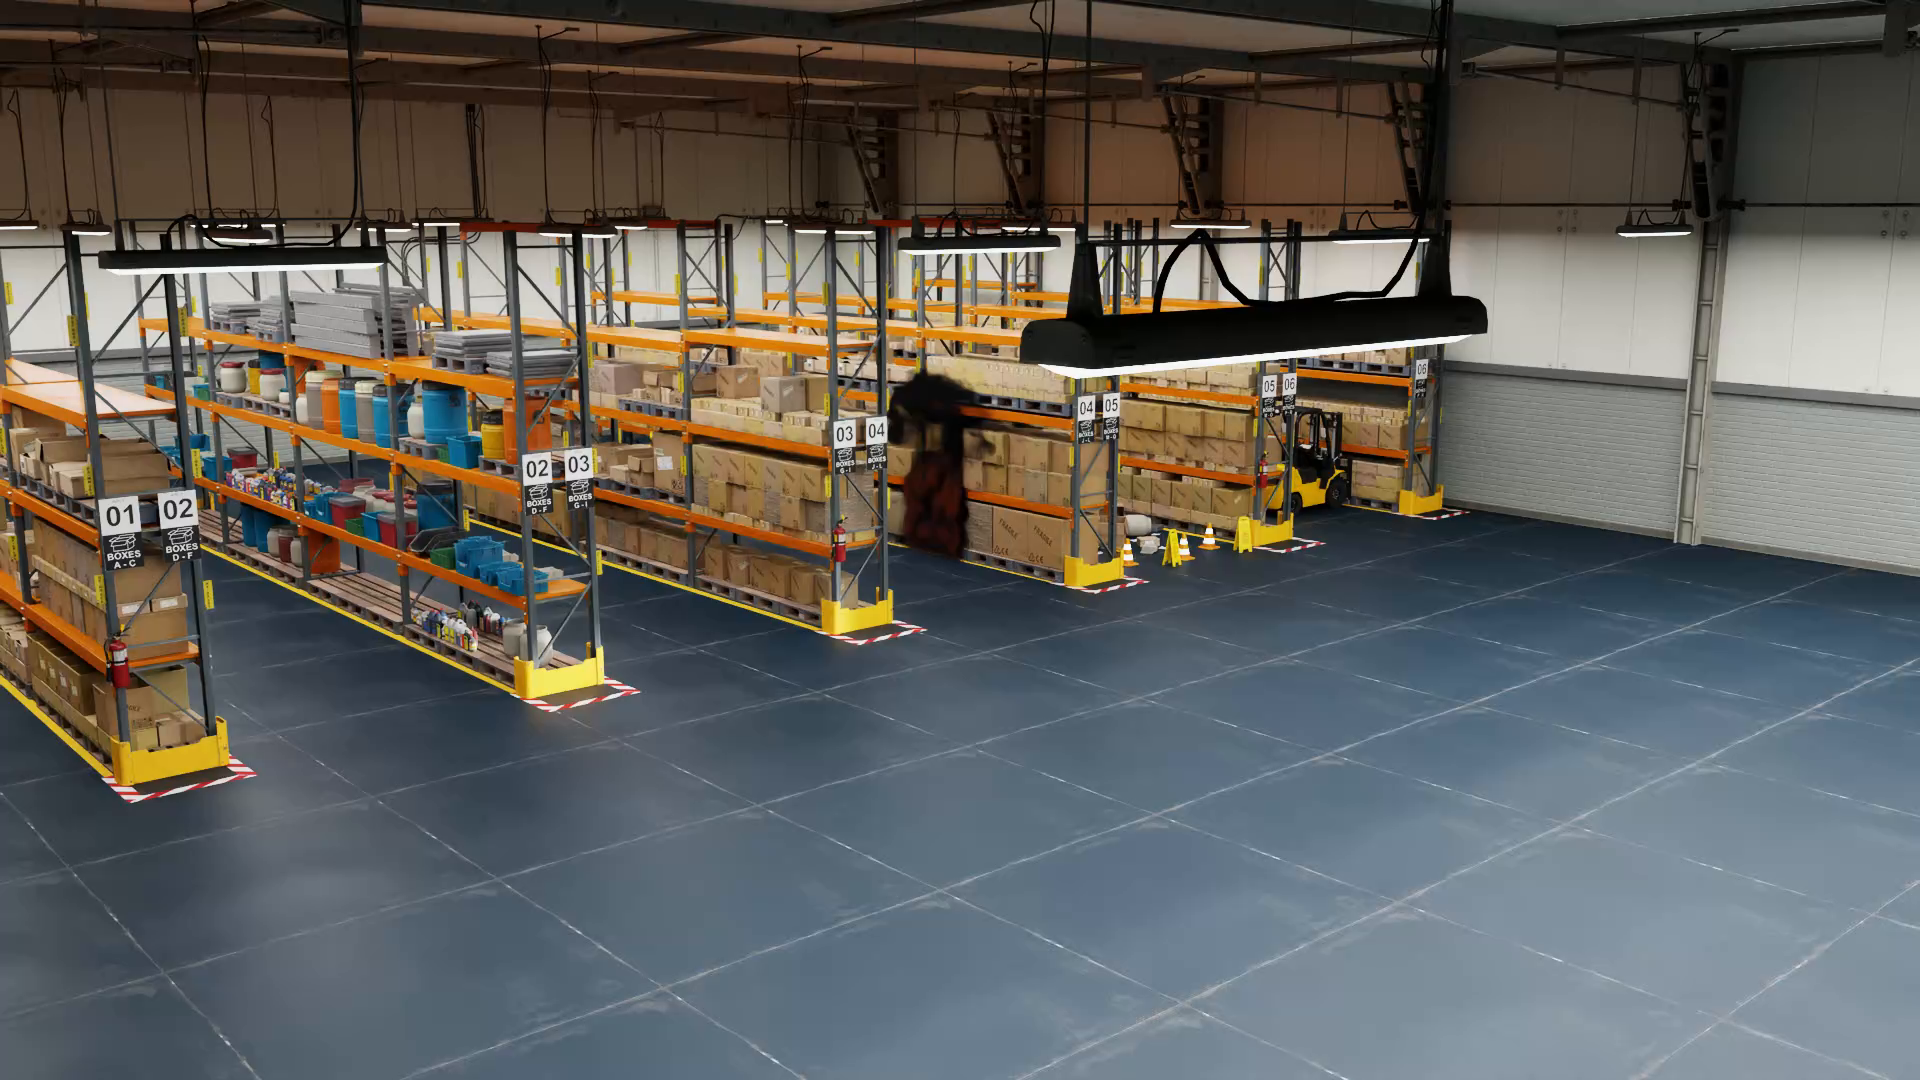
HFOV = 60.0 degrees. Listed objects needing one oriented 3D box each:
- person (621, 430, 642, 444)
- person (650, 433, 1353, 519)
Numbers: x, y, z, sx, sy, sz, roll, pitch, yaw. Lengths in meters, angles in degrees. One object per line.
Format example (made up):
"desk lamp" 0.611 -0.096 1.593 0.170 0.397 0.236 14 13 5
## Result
"person" -8.395 -2.867 42.317 0.531 1.509 0.767 8 14 35
"person" 1.299 -1.569 35.206 11.729 1.769 11.151 8 14 35
